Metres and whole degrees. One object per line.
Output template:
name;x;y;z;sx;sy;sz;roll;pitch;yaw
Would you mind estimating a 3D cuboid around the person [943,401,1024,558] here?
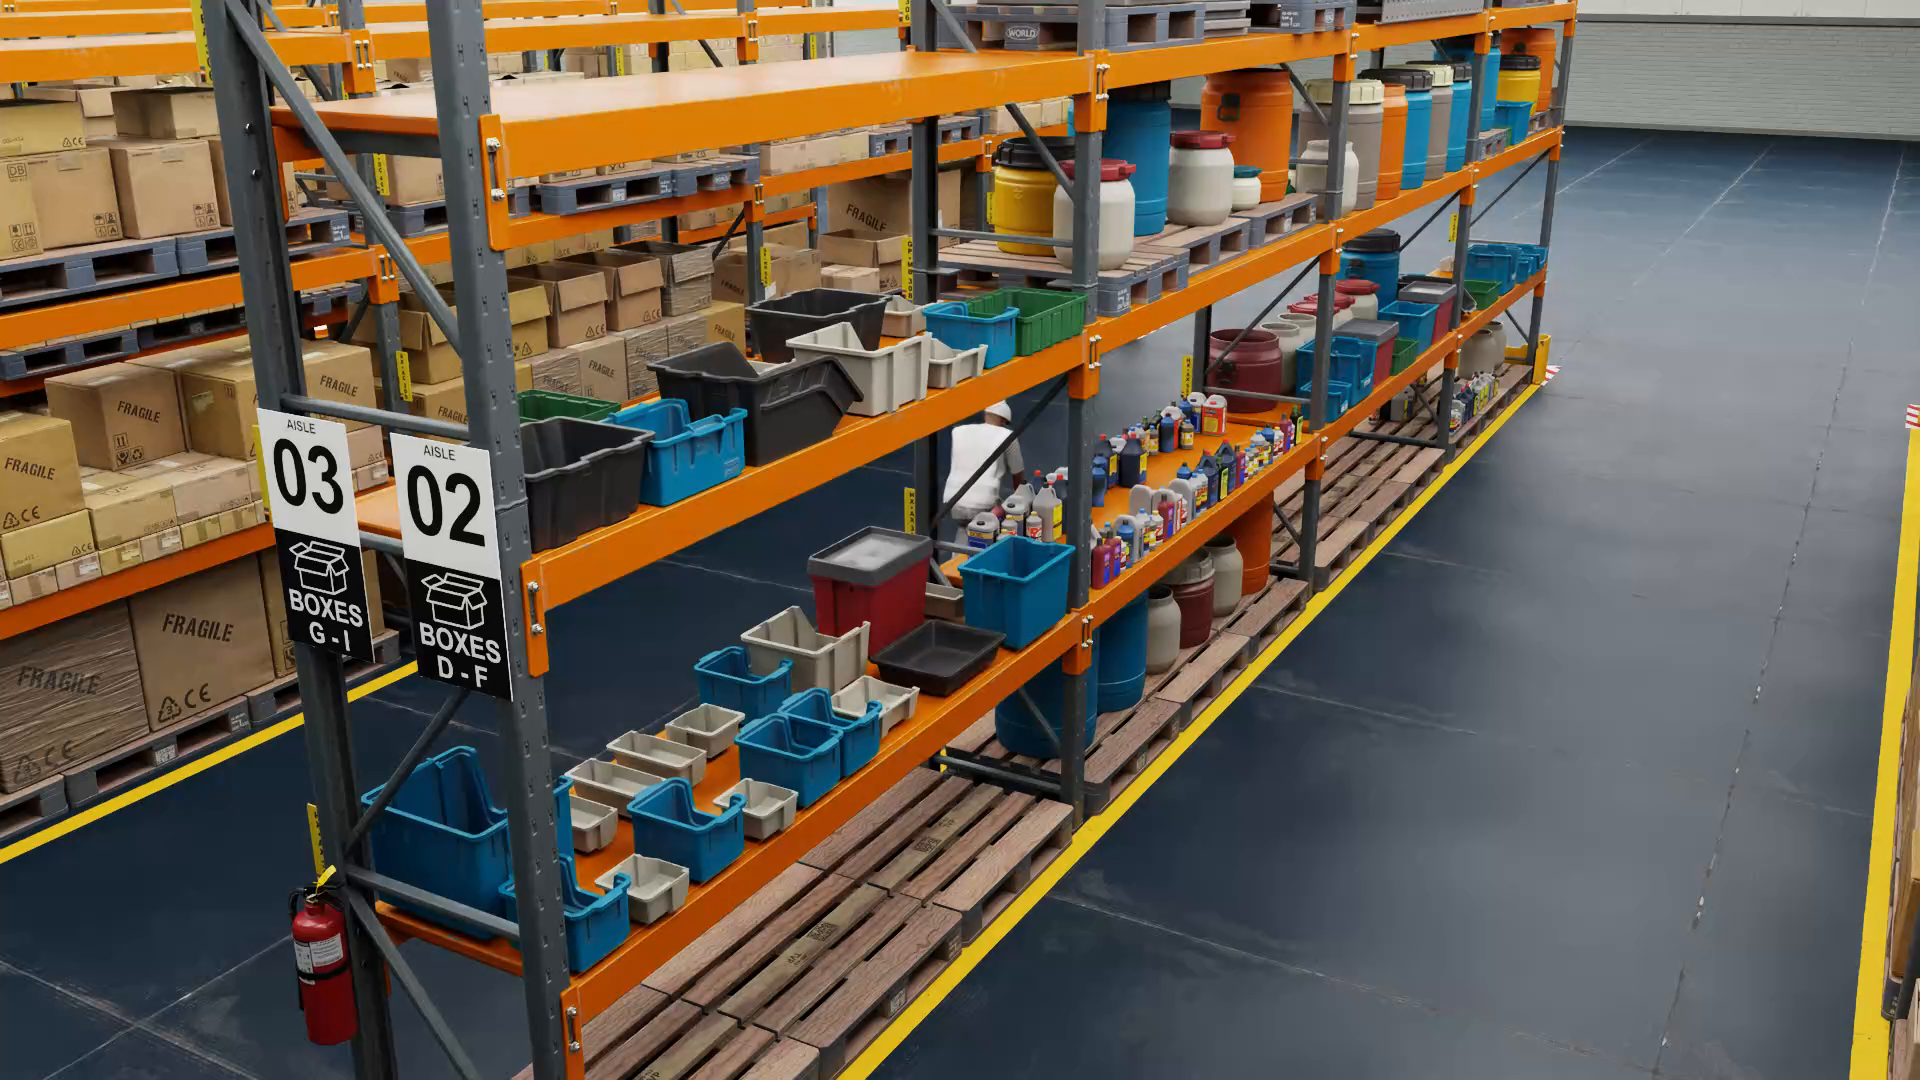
person;0.157;-0.353;12.574;0.610;1.327;0.787;10;22;28
